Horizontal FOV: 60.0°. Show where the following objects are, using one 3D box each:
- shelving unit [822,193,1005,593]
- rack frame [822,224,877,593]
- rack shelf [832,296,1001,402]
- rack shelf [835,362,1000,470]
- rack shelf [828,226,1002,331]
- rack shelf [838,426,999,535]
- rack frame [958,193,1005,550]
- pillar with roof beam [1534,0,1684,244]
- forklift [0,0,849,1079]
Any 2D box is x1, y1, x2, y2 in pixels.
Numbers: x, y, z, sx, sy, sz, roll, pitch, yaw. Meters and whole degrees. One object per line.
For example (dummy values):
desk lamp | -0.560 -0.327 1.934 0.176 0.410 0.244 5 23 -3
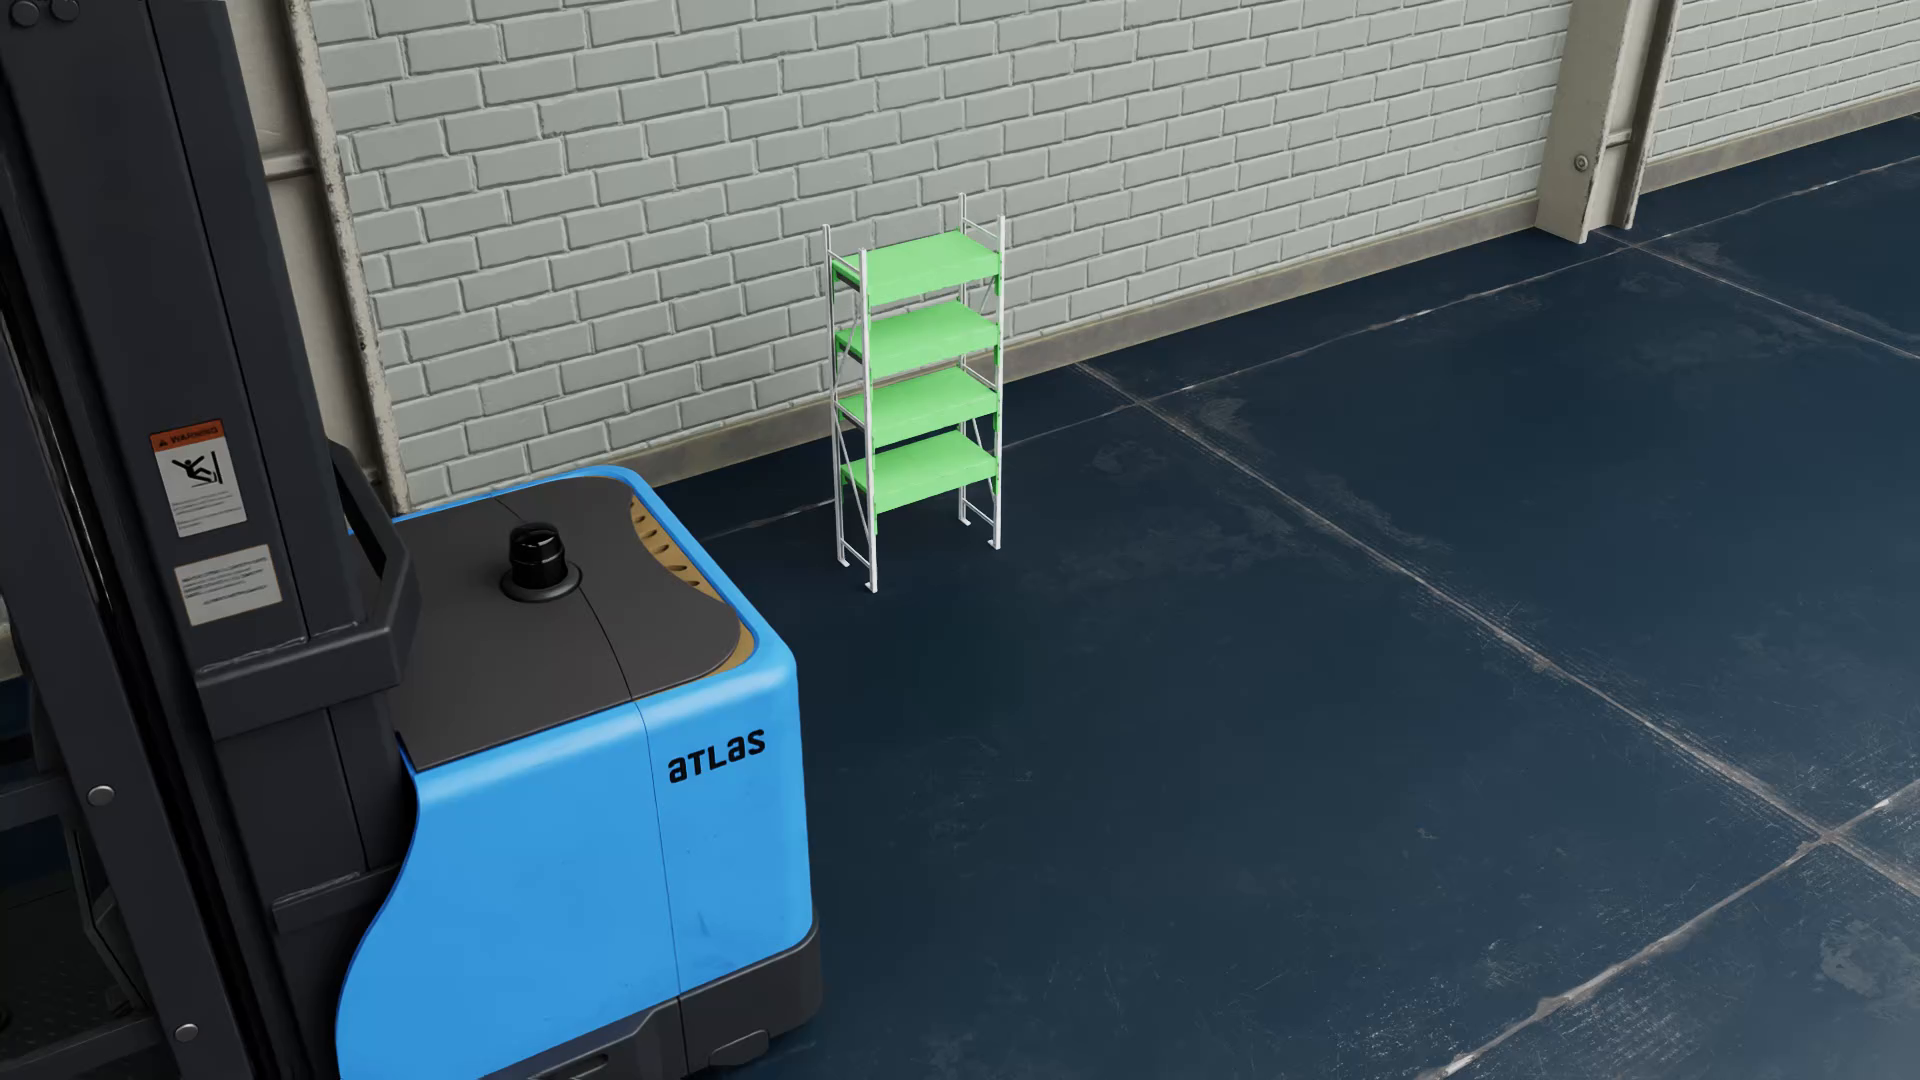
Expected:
shelving unit | -0.139 -0.460 5.354 0.503 1.200 0.258 -19 37 -27
rack frame | -0.344 -0.389 5.242 0.015 1.200 0.240 -19 37 -27
rack shelf | -0.139 -0.609 5.260 0.480 0.148 0.258 -19 37 -27
rack shelf | -0.139 -0.406 5.388 0.480 0.148 0.258 -19 37 -27
rack shelf | -0.139 -0.812 5.132 0.480 0.148 0.258 -19 37 -27
rack shelf | -0.139 -0.203 5.516 0.480 0.148 0.258 -19 37 -27
rack frame | 0.066 -0.530 5.466 0.015 1.200 0.240 -19 37 -27
pillar with roof beam | 5.396 -3.427 2.749 0.400 9.000 9.100 -19 37 -27
forklift | -1.794 0.068 2.895 3.031 2.935 1.130 -18 36 -26
